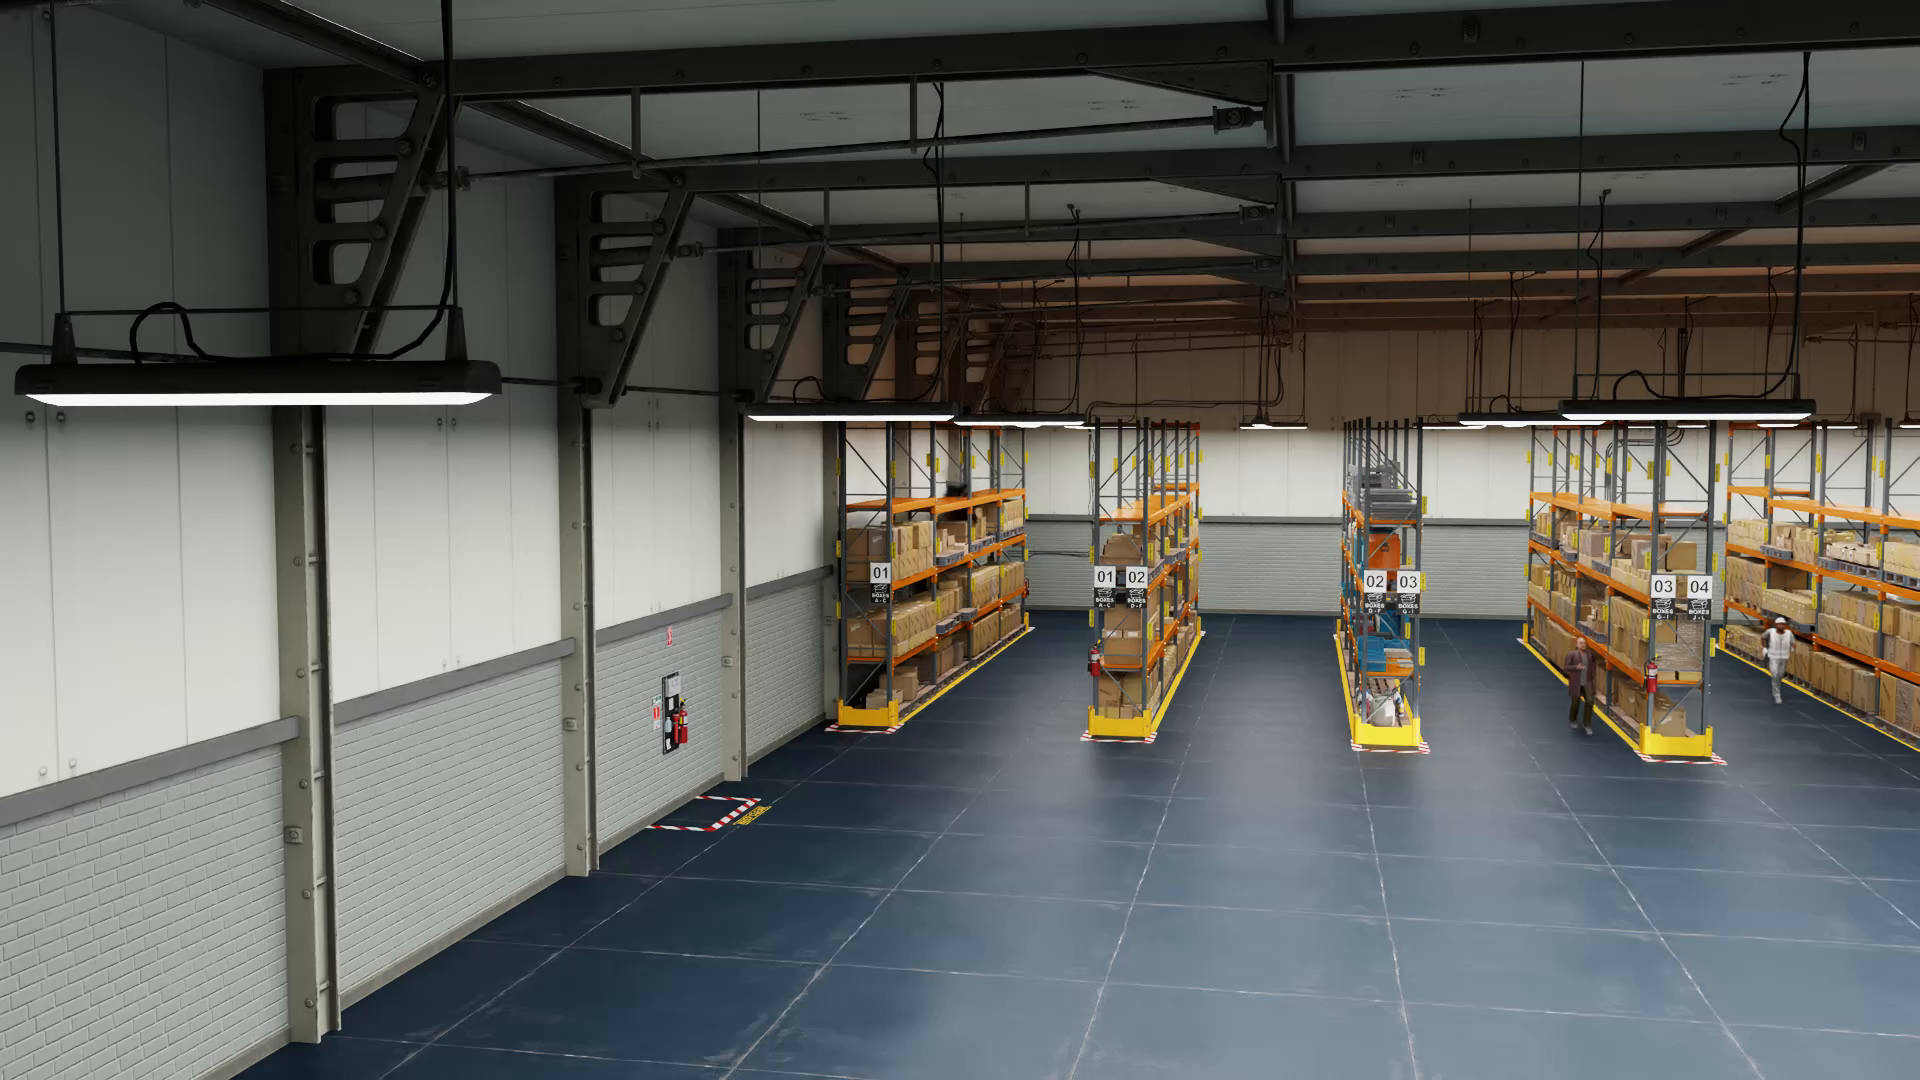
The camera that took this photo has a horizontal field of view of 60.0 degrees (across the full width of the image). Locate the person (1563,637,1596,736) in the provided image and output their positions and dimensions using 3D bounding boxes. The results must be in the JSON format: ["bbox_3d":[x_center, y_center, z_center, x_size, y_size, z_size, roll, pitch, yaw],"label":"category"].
[{"bbox_3d":[11.821,2.809,31.671,0.685,1.745,0.831,0,4,5],"label":"person"}]

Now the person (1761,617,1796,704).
[{"bbox_3d":[17.452,2.529,35.462,0.625,1.797,0.982,1,4,9],"label":"person"}]

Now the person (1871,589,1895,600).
[{"bbox_3d":[24.855,2.001,44.635,1.021,1.666,0.740,1,4,19],"label":"person"}]
